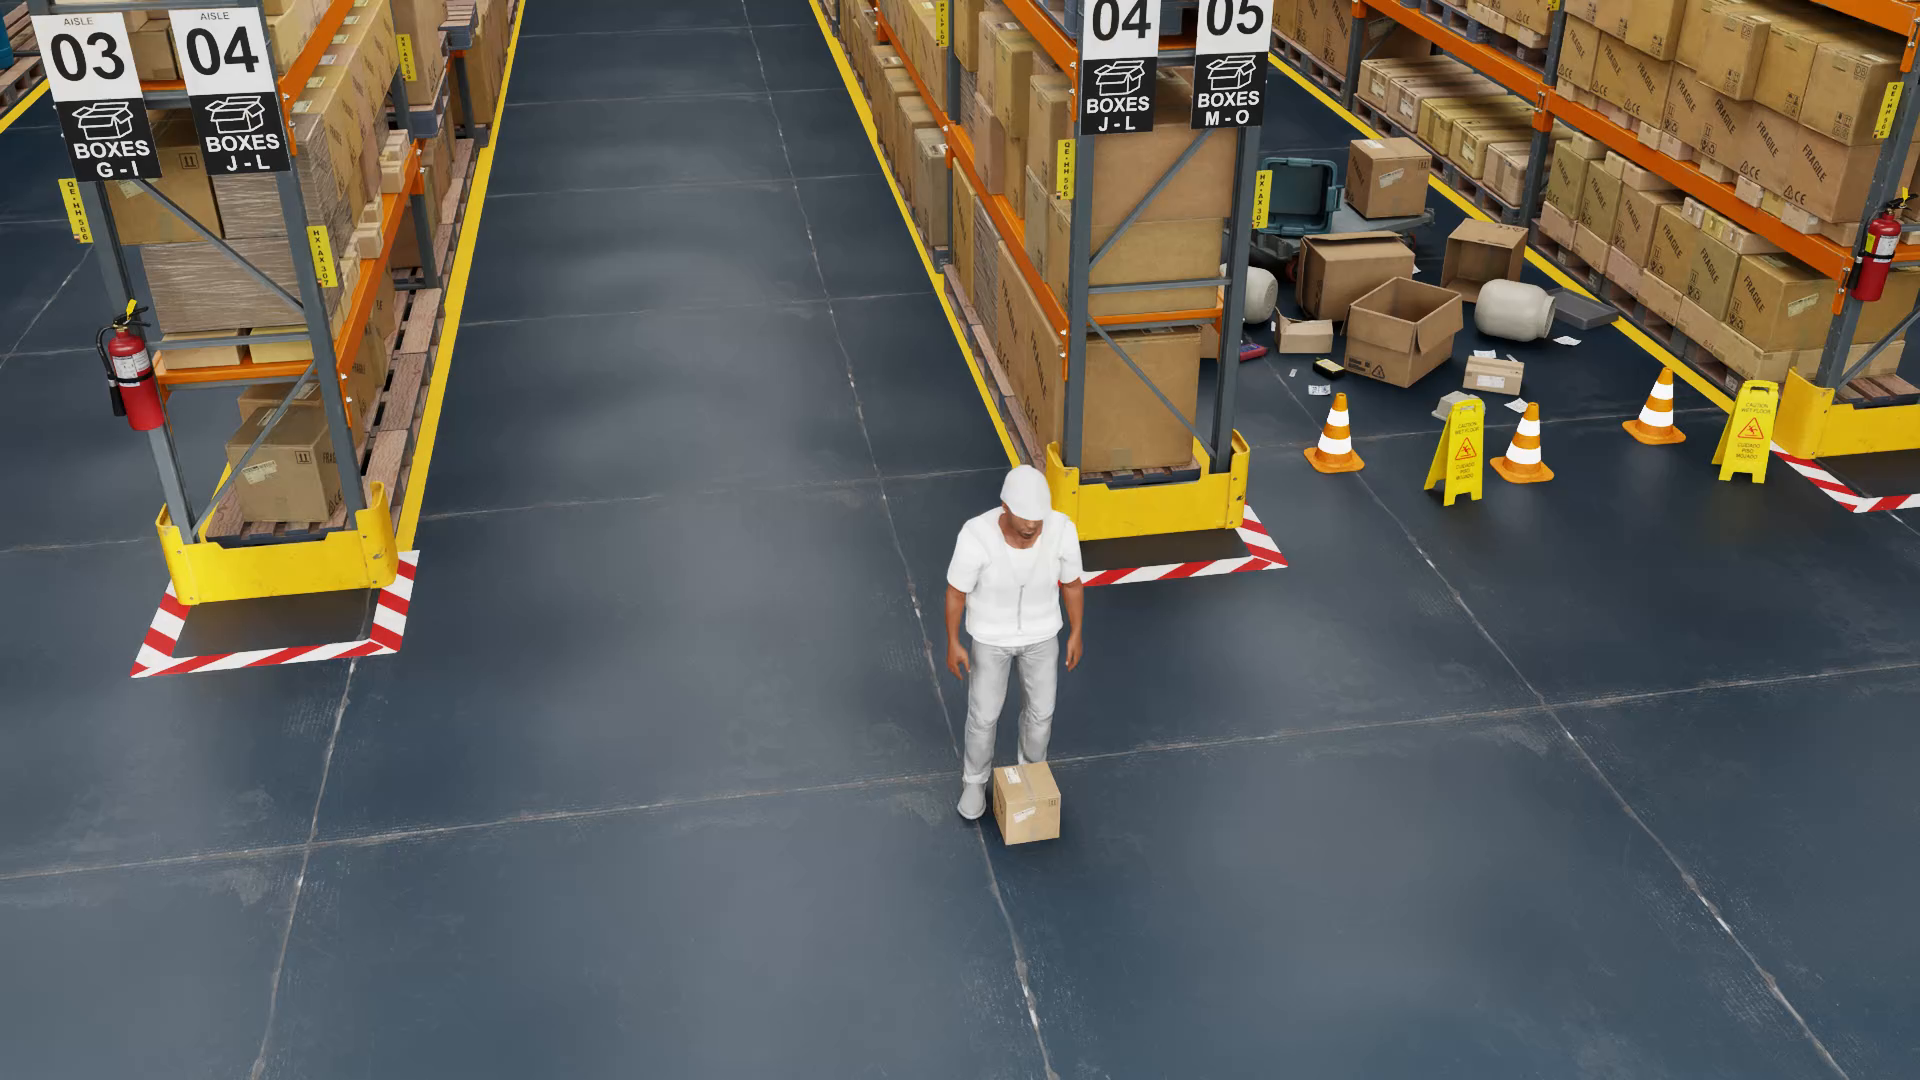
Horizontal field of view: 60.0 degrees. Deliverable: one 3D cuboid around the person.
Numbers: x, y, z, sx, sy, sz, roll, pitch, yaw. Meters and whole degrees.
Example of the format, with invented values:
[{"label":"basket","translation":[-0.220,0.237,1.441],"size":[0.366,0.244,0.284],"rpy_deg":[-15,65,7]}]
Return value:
[{"label":"person","translation":[0.244,0.435,7.381],"size":[0.628,1.760,0.459],"rpy_deg":[-5,31,-9]}]
